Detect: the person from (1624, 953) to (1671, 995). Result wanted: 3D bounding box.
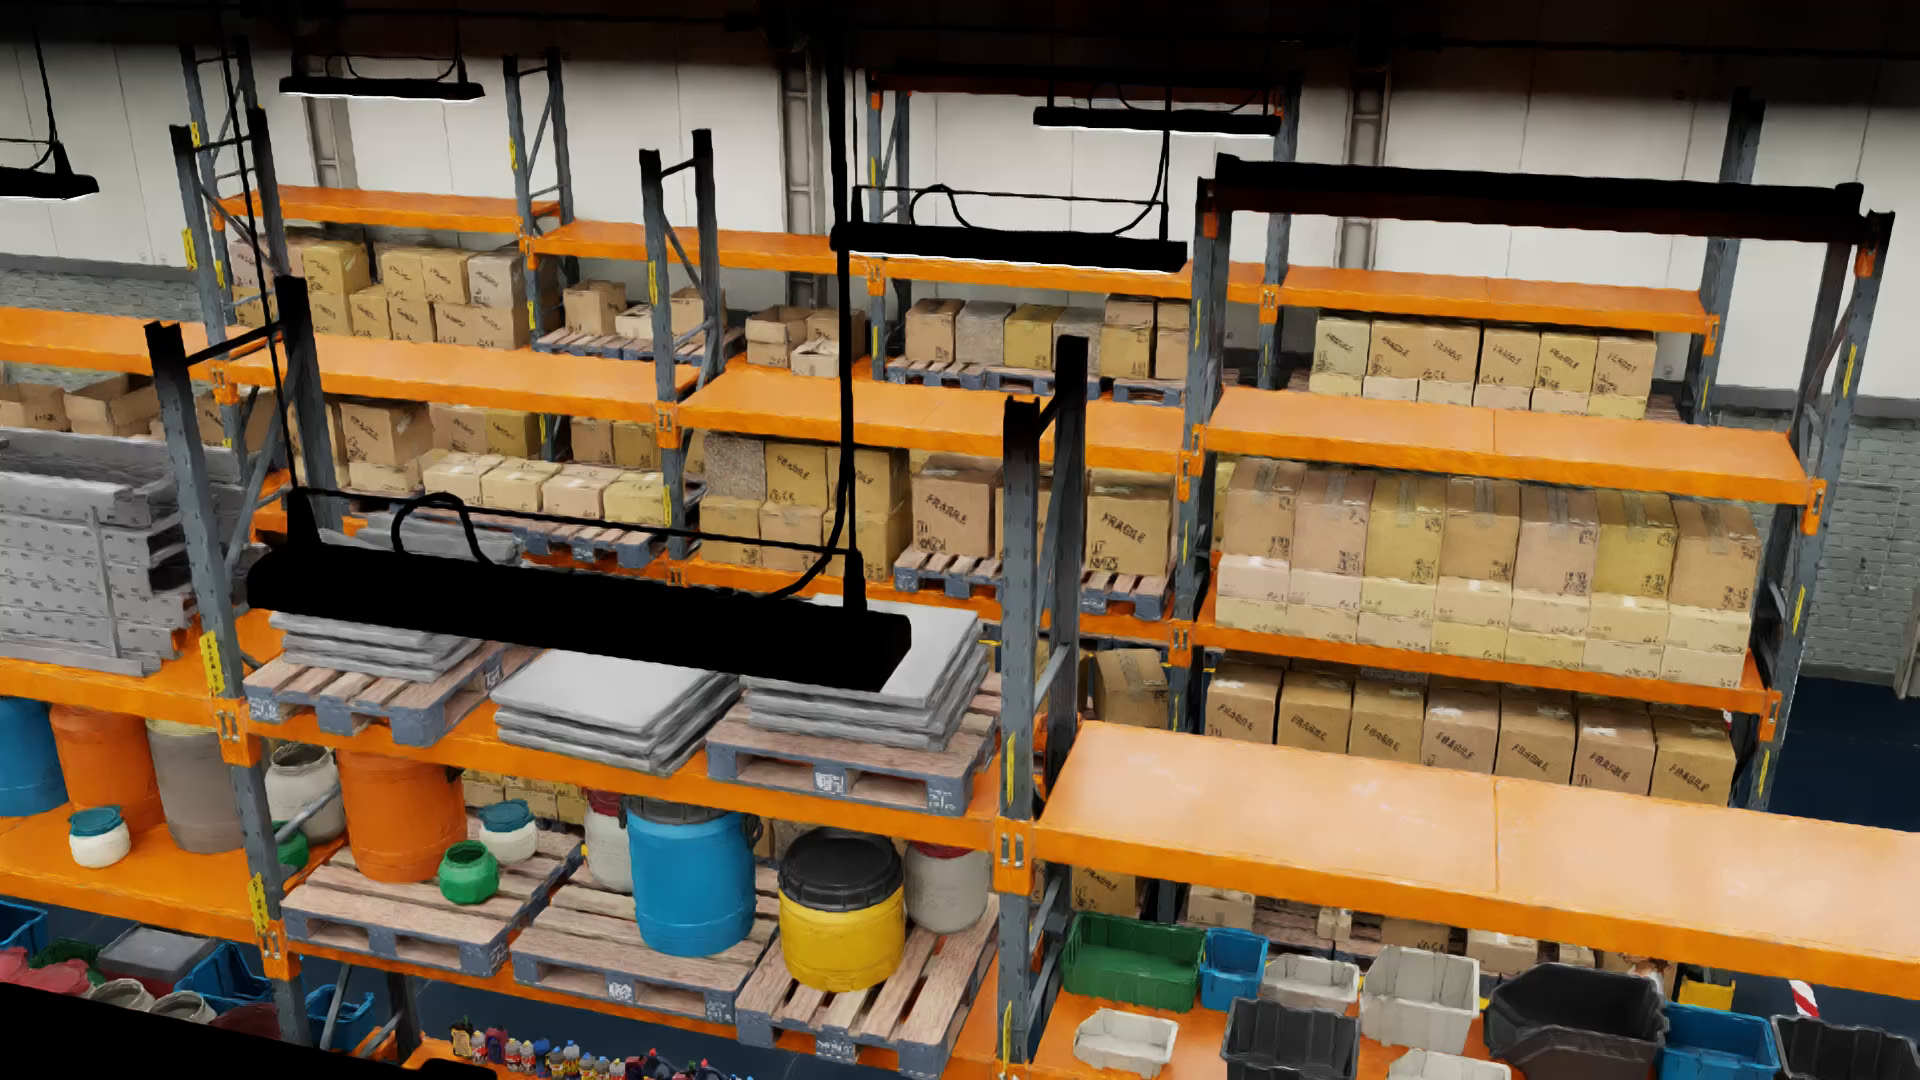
[{"bbox_3d":[4.403,3.248,10.842,1.019,1.612,0.455,6,23,14],"label":"person"}]
